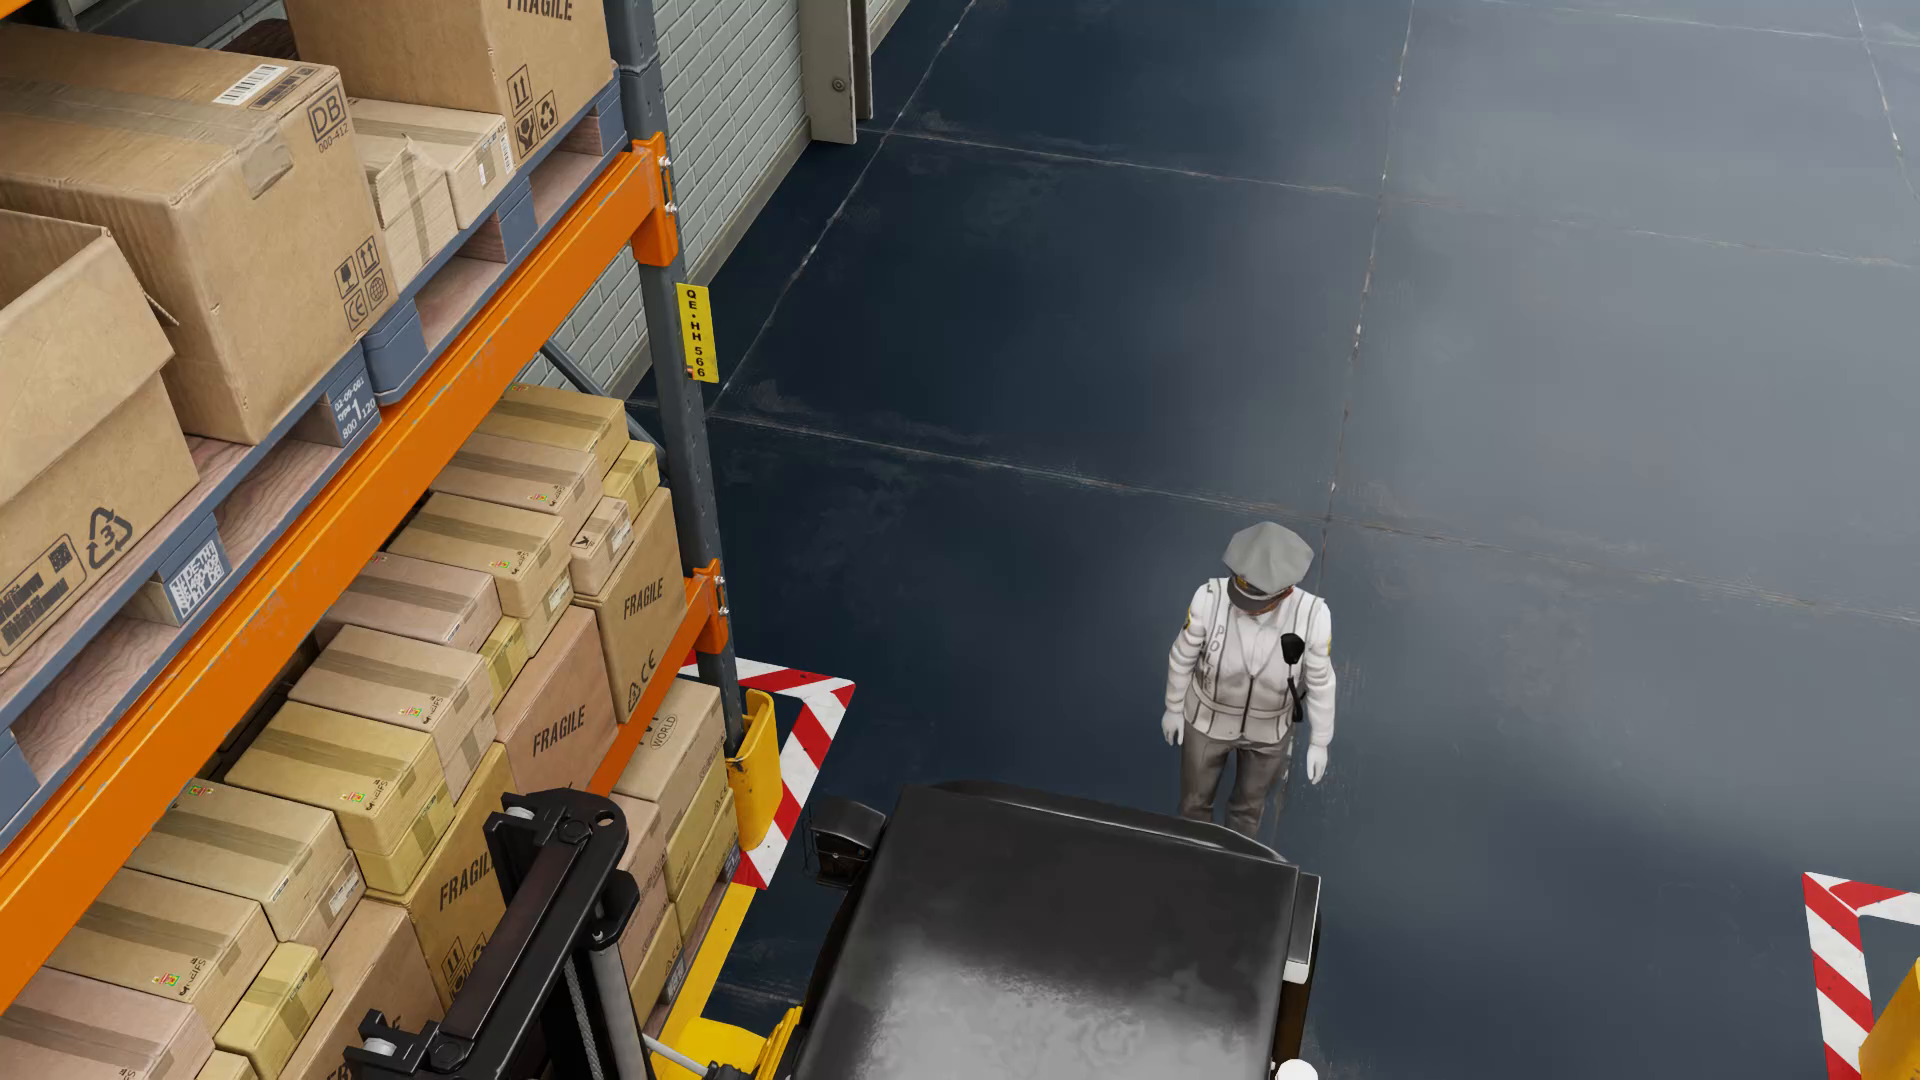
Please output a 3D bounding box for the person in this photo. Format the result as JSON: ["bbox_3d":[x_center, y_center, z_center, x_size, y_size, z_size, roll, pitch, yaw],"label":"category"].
[{"bbox_3d":[0.930,0.623,5.453,0.470,1.663,0.328,11,43,13],"label":"person"}]
